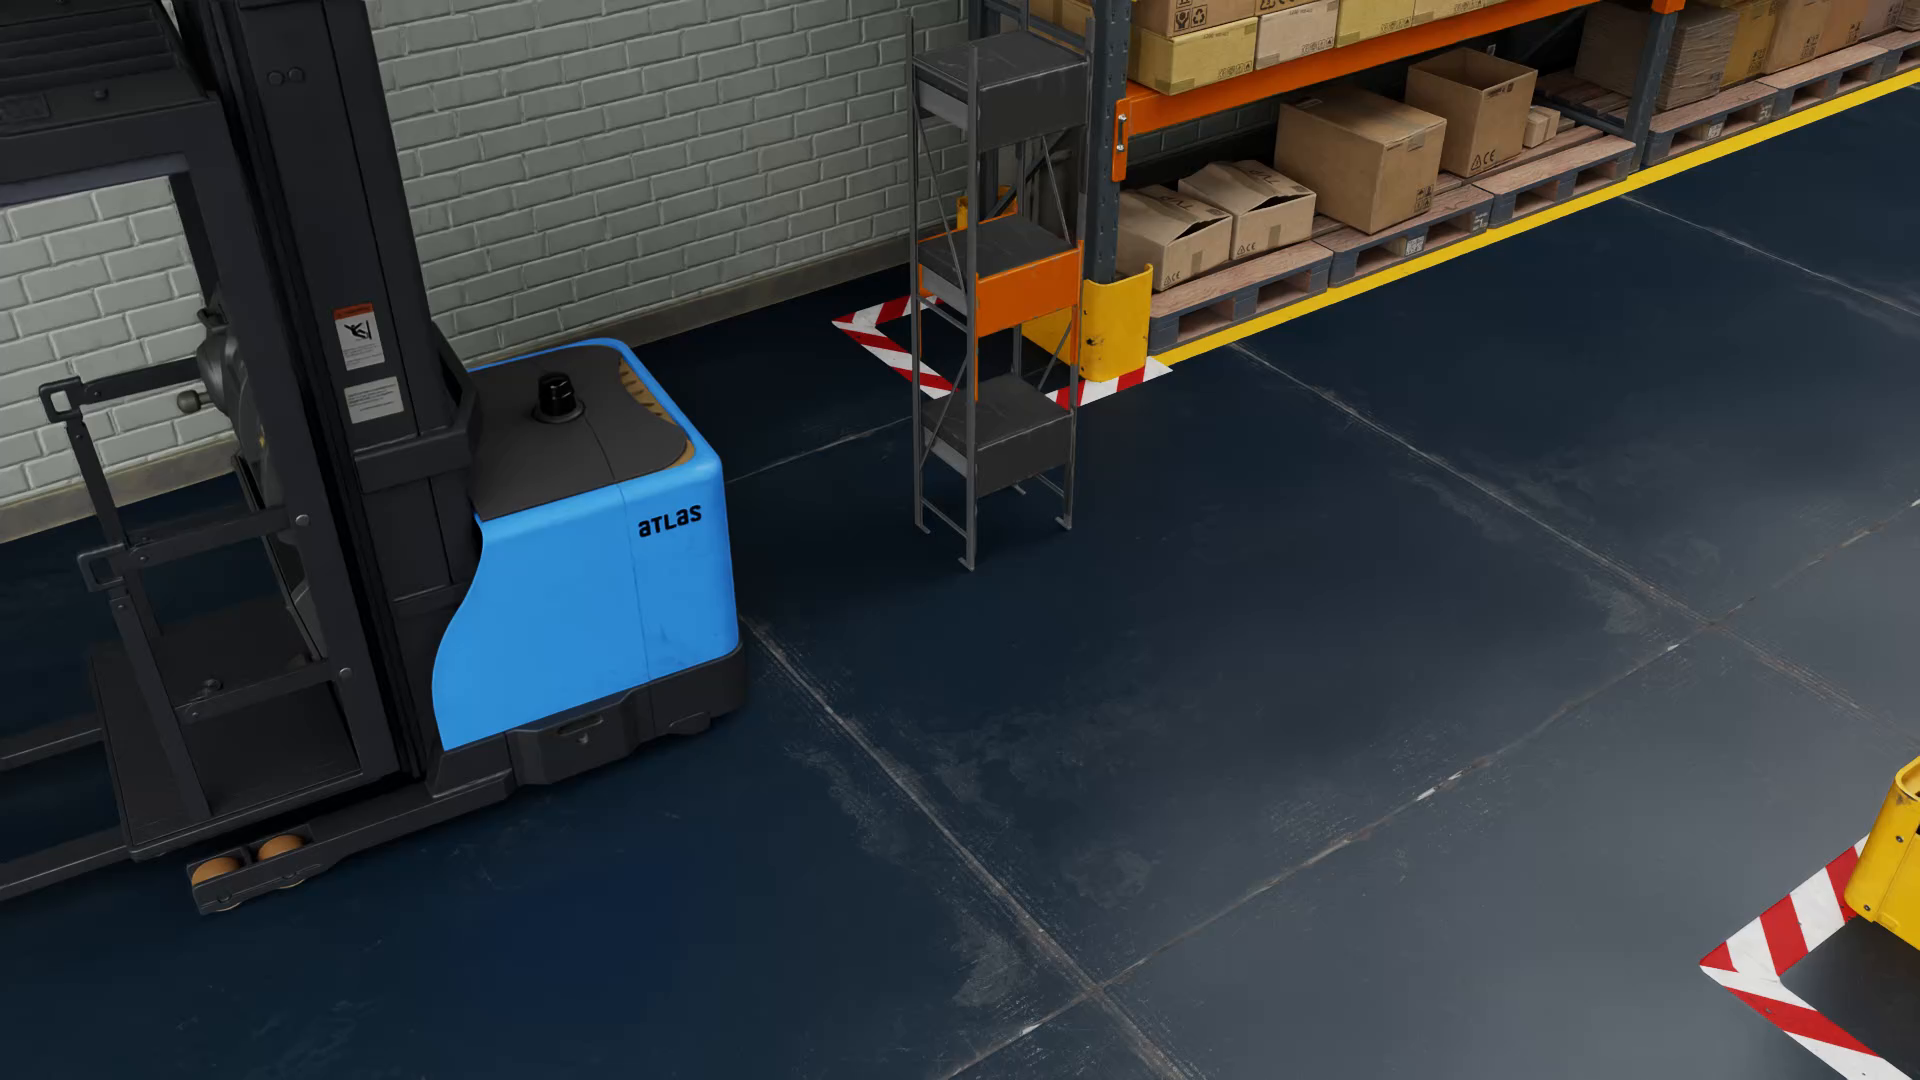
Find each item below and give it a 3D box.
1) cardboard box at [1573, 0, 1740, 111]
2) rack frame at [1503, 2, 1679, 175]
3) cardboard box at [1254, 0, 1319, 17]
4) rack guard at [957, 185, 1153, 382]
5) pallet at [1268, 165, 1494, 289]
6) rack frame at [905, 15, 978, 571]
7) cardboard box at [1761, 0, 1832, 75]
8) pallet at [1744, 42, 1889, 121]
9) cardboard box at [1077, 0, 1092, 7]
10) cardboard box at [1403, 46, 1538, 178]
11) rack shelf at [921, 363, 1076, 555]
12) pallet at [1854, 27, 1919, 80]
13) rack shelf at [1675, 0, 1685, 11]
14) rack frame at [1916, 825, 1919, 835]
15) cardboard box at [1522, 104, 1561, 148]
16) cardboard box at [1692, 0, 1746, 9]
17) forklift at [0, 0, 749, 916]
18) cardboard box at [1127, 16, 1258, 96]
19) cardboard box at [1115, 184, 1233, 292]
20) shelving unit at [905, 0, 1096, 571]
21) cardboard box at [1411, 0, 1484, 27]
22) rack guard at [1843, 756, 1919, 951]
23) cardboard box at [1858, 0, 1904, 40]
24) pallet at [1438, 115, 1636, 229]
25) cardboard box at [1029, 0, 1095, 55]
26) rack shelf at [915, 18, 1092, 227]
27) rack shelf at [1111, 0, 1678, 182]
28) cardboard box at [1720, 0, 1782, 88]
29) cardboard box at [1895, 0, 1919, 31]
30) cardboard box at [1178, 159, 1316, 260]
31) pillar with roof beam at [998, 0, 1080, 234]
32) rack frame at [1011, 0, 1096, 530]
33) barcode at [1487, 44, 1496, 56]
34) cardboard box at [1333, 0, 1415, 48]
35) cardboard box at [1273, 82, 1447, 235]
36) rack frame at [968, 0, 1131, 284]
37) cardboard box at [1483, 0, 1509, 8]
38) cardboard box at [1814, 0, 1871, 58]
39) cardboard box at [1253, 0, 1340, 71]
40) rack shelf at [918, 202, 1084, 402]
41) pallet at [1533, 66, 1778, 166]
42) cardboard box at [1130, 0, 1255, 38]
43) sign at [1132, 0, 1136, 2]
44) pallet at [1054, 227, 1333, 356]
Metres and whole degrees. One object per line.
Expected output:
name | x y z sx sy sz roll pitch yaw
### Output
cardboard box | 4.235 -3.016 10.138 0.500 0.500 0.700 -21 41 -26
rack frame | 3.643 -3.597 9.182 0.127 3.000 1.000 -22 41 -28
cardboard box | 1.347 -2.681 7.378 0.500 0.500 0.500 -22 41 -28
rack guard | 0.436 -1.262 8.076 0.348 0.500 1.175 -22 41 -28
pallet | 2.116 -1.809 9.084 1.213 0.211 1.003 -22 41 -28
rack frame | -0.064 -0.826 6.100 0.015 2.100 0.400 -22 41 -28
cardboard box | 5.069 -3.366 10.625 0.500 0.500 0.700 -22 41 -27
pallet | 5.277 -3.140 10.935 1.213 0.211 1.003 -22 41 -28
cardboard box | 0.636 -2.763 7.491 0.500 0.500 0.500 -23 42 -28
cardboard box | 2.818 -2.392 9.271 0.500 0.500 0.500 -26 43 -31
rack shelf | 0.135 -0.329 6.631 0.480 0.518 0.431 -22 41 -28
pallet | 6.273 -3.548 11.502 1.213 0.211 1.003 -22 41 -28
rack shelf | 5.278 -3.977 10.327 4.000 0.370 1.077 -22 41 -28
rack frame | 3.230 0.112 4.025 0.127 3.000 1.000 -22 41 -28
cardboard box | 3.223 -2.431 9.610 0.250 0.166 0.380 -28 44 -33
cardboard box | 4.593 -3.470 10.128 0.500 0.250 0.500 -23 42 -29
forklift | -2.284 -0.394 4.788 3.031 2.935 1.130 -18 40 -24
cardboard box | 0.955 -2.211 7.366 0.500 0.250 0.500 -24 42 -29
cardboard box | 0.991 -1.528 8.231 0.500 0.311 0.500 -28 44 -33
shelving unit | 0.135 -0.908 6.214 0.503 2.100 0.431 -22 41 -28
cardboard box | 2.206 -2.730 8.088 0.500 0.250 0.500 -22 41 -27
rack guard | 3.211 1.135 4.744 0.348 0.500 1.175 -22 41 -28
cardboard box | 5.866 -3.721 11.119 0.500 0.500 0.700 -22 41 -28
pallet | 3.115 -2.222 9.658 1.213 0.211 1.003 -22 41 -28
cardboard box | 0.644 -2.448 7.696 0.500 0.250 0.500 -22 41 -27
rack shelf | 0.135 -1.465 5.814 0.480 0.518 0.431 -22 41 -28
rack shelf | 2.008 -2.632 8.456 4.000 0.370 1.077 -22 41 -28
cardboard box | 4.629 -3.214 10.413 0.500 0.500 0.700 -23 42 -29
cardboard box | 6.354 -3.839 11.282 0.500 0.500 0.700 -22 41 -27
cardboard box | 1.457 -1.720 8.498 0.500 0.311 0.500 -19 40 -24
pillar with roof beam | 2.927 -3.280 3.604 0.400 9.000 9.100 -22 41 -28
rack frame | 0.335 -0.990 6.328 0.015 2.100 0.400 -22 41 -28
barcode | 3.064 -2.823 9.596 0.075 0.075 0.001 -22 41 -28
cardboard box | 1.791 -2.561 7.853 0.500 0.250 0.500 -23 42 -29
cardboard box | 2.085 -2.019 8.753 0.500 0.500 0.700 -25 43 -31
rack frame | 0.374 -2.251 7.311 0.127 3.000 1.000 -22 41 -28
cardboard box | 2.616 -2.900 8.324 0.500 0.250 0.500 -23 41 -28
cardboard box | 5.476 -3.540 10.868 0.500 0.500 0.700 -23 41 -28
cardboard box | 1.372 -2.392 7.619 0.500 0.250 0.500 -24 42 -29
rack shelf | 0.135 -0.897 6.222 0.480 0.518 0.431 -22 41 -28
pallet | 4.279 -2.727 10.361 1.213 0.211 1.003 -22 41 -28
cardboard box | 0.937 -2.520 7.154 0.500 0.500 0.500 -22 41 -28
sign | 0.686 -2.344 6.698 0.005 0.325 0.100 -22 41 -28
pallet | 1.120 -1.401 8.517 1.213 0.211 1.003 -22 41 -28
